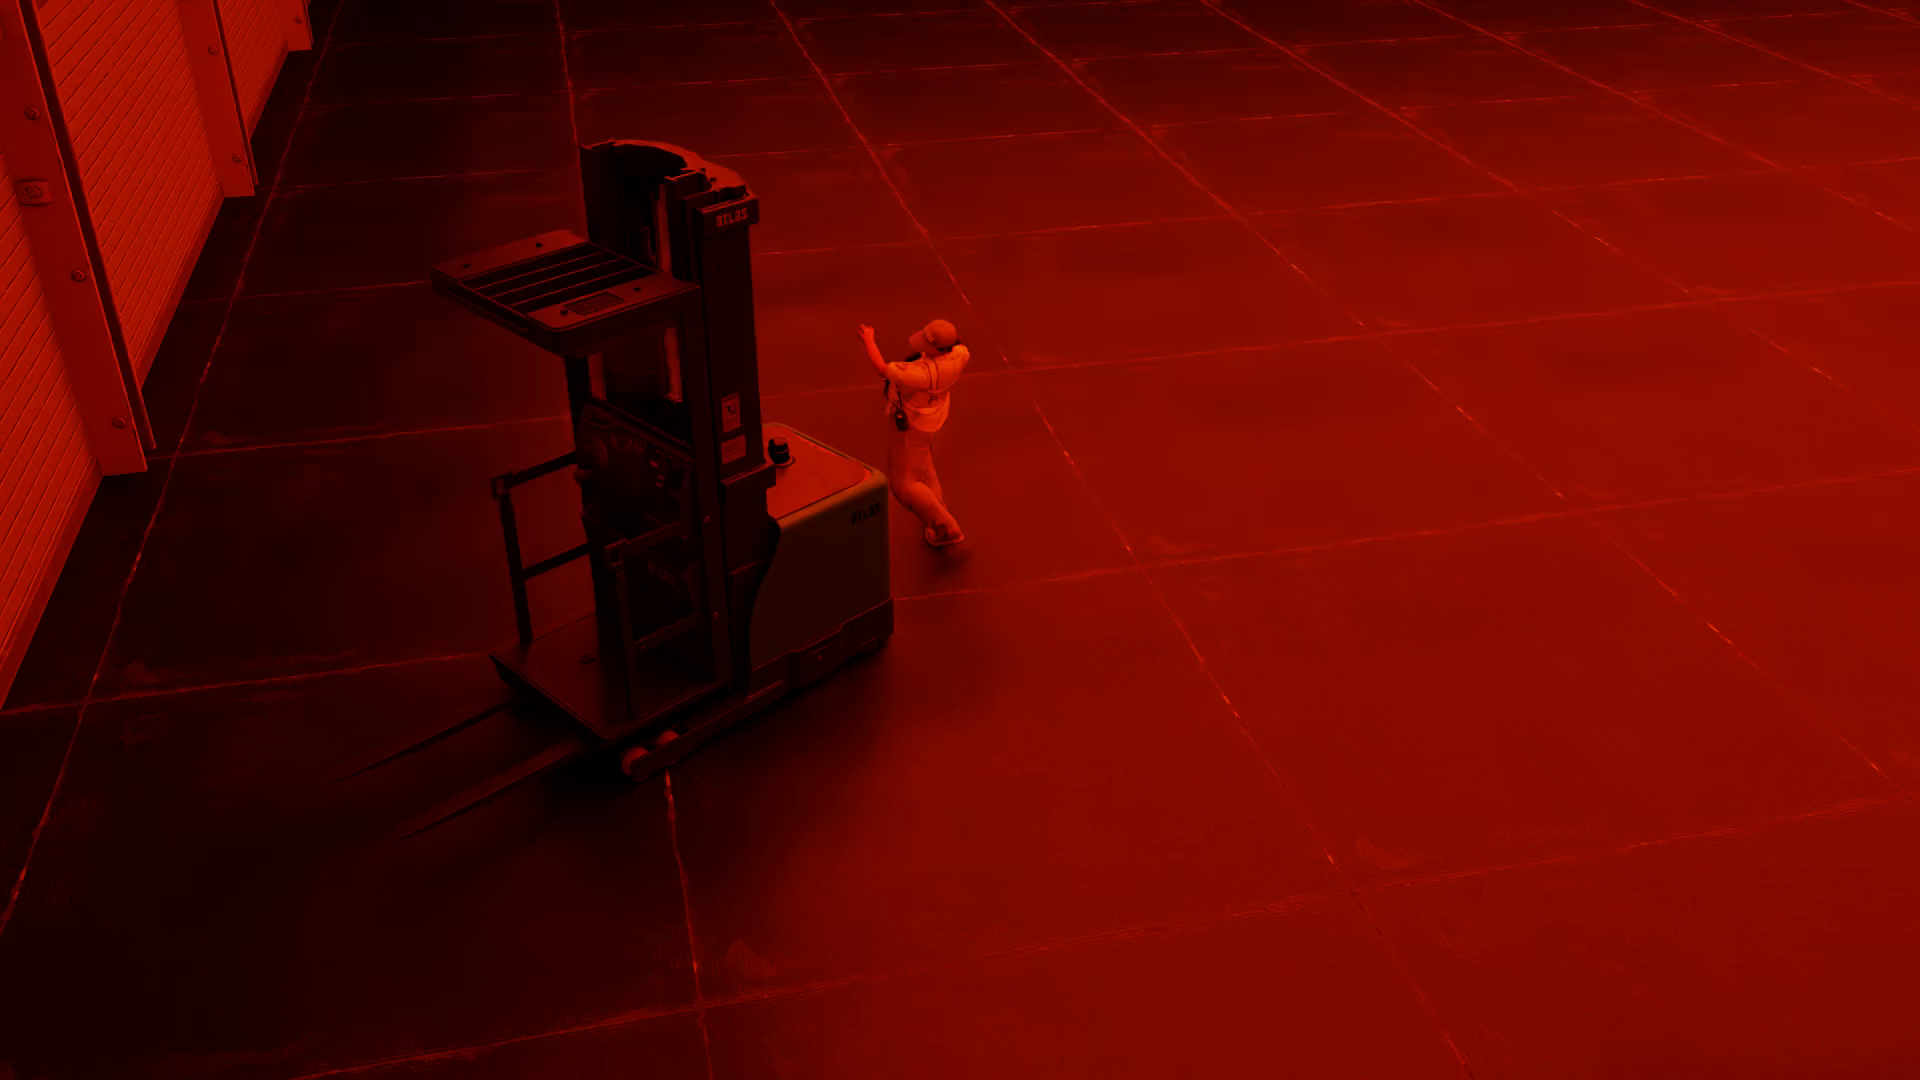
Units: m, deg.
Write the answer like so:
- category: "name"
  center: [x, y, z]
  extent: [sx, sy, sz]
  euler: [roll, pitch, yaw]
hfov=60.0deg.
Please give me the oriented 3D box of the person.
- category: "person"
  center: [-0.239, -0.801, 10.392]
  extent: [0.798, 1.473, 0.888]
  euler: [9, 31, 15]

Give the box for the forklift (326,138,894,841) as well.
- category: "forklift"
  center: [-1.773, -0.345, 8.171]
  extent: [3.031, 2.935, 1.130]
  euler: [-27, 39, -38]
